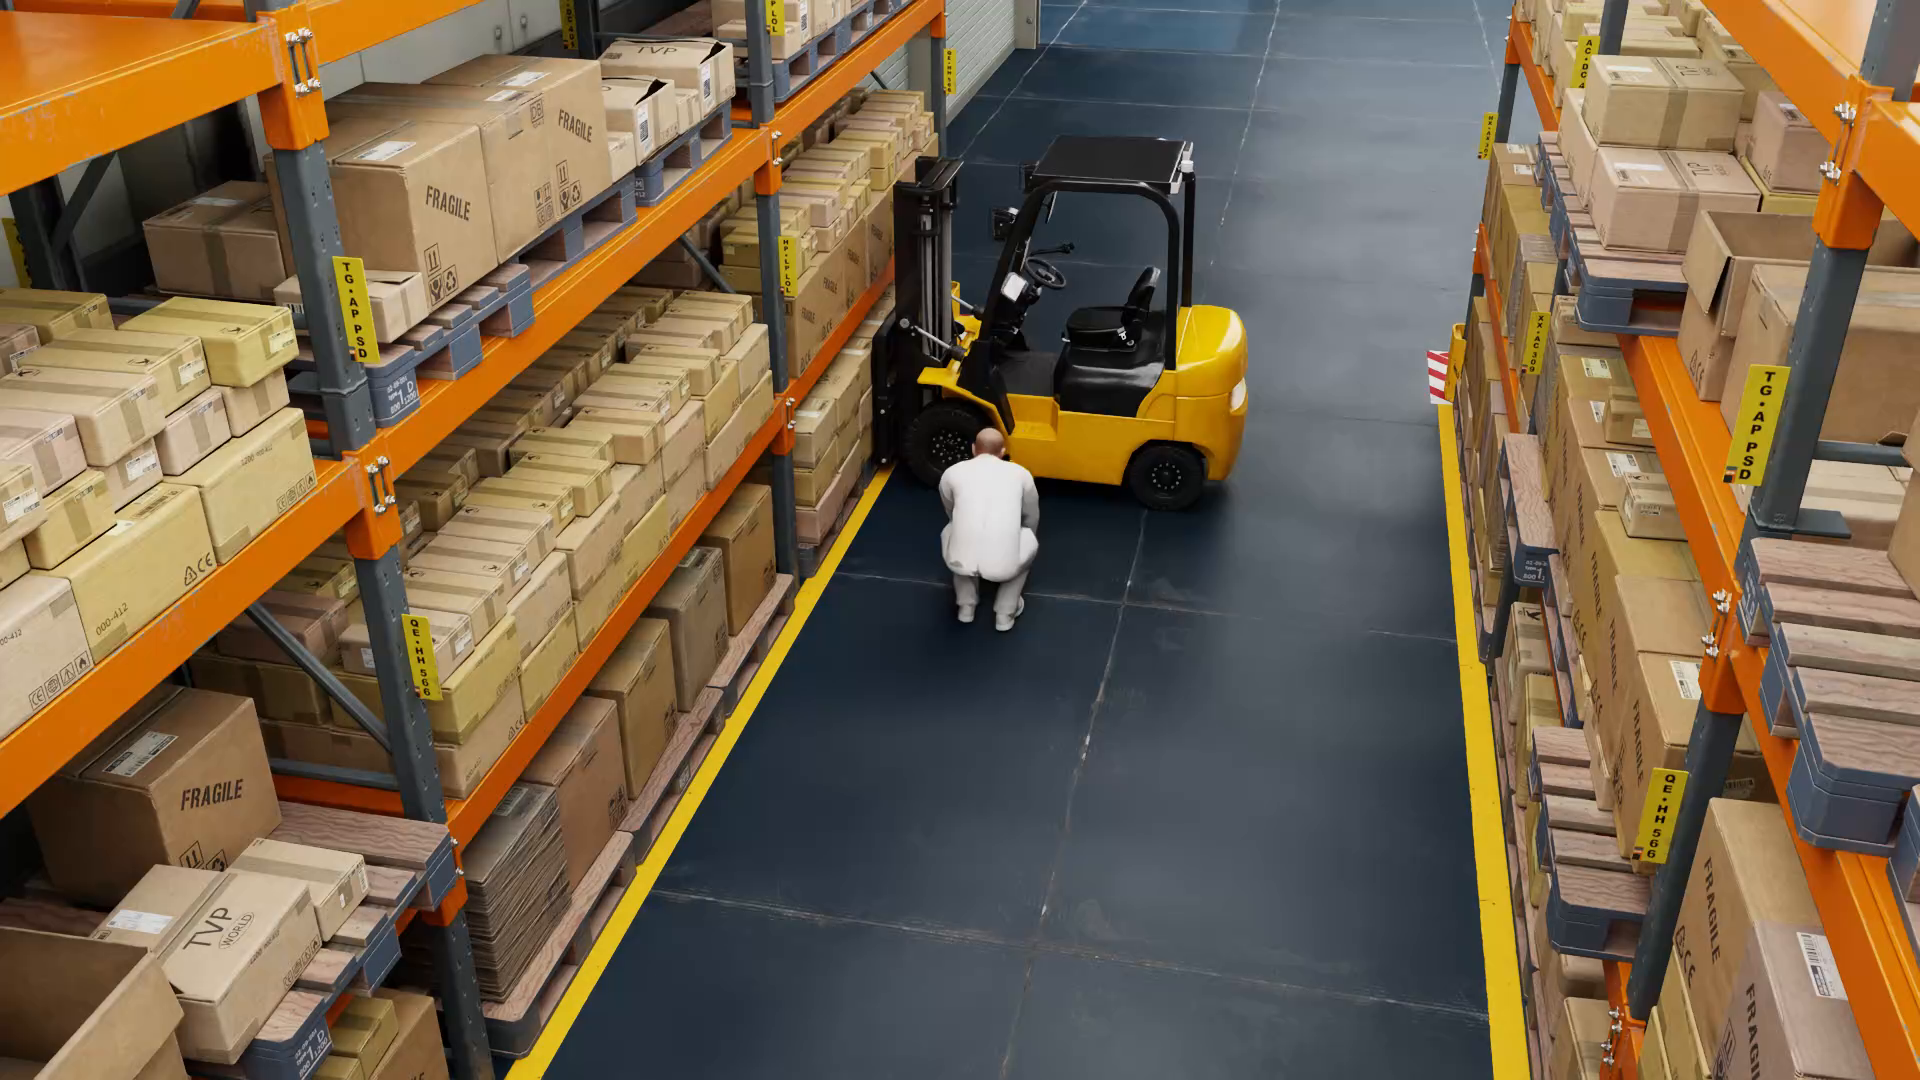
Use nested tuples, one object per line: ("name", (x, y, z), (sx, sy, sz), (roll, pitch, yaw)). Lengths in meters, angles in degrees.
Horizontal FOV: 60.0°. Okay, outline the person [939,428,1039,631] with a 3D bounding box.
("person", (0.164, -0.064, 9.592), (0.613, 0.986, 0.910), (6, 29, 11))
